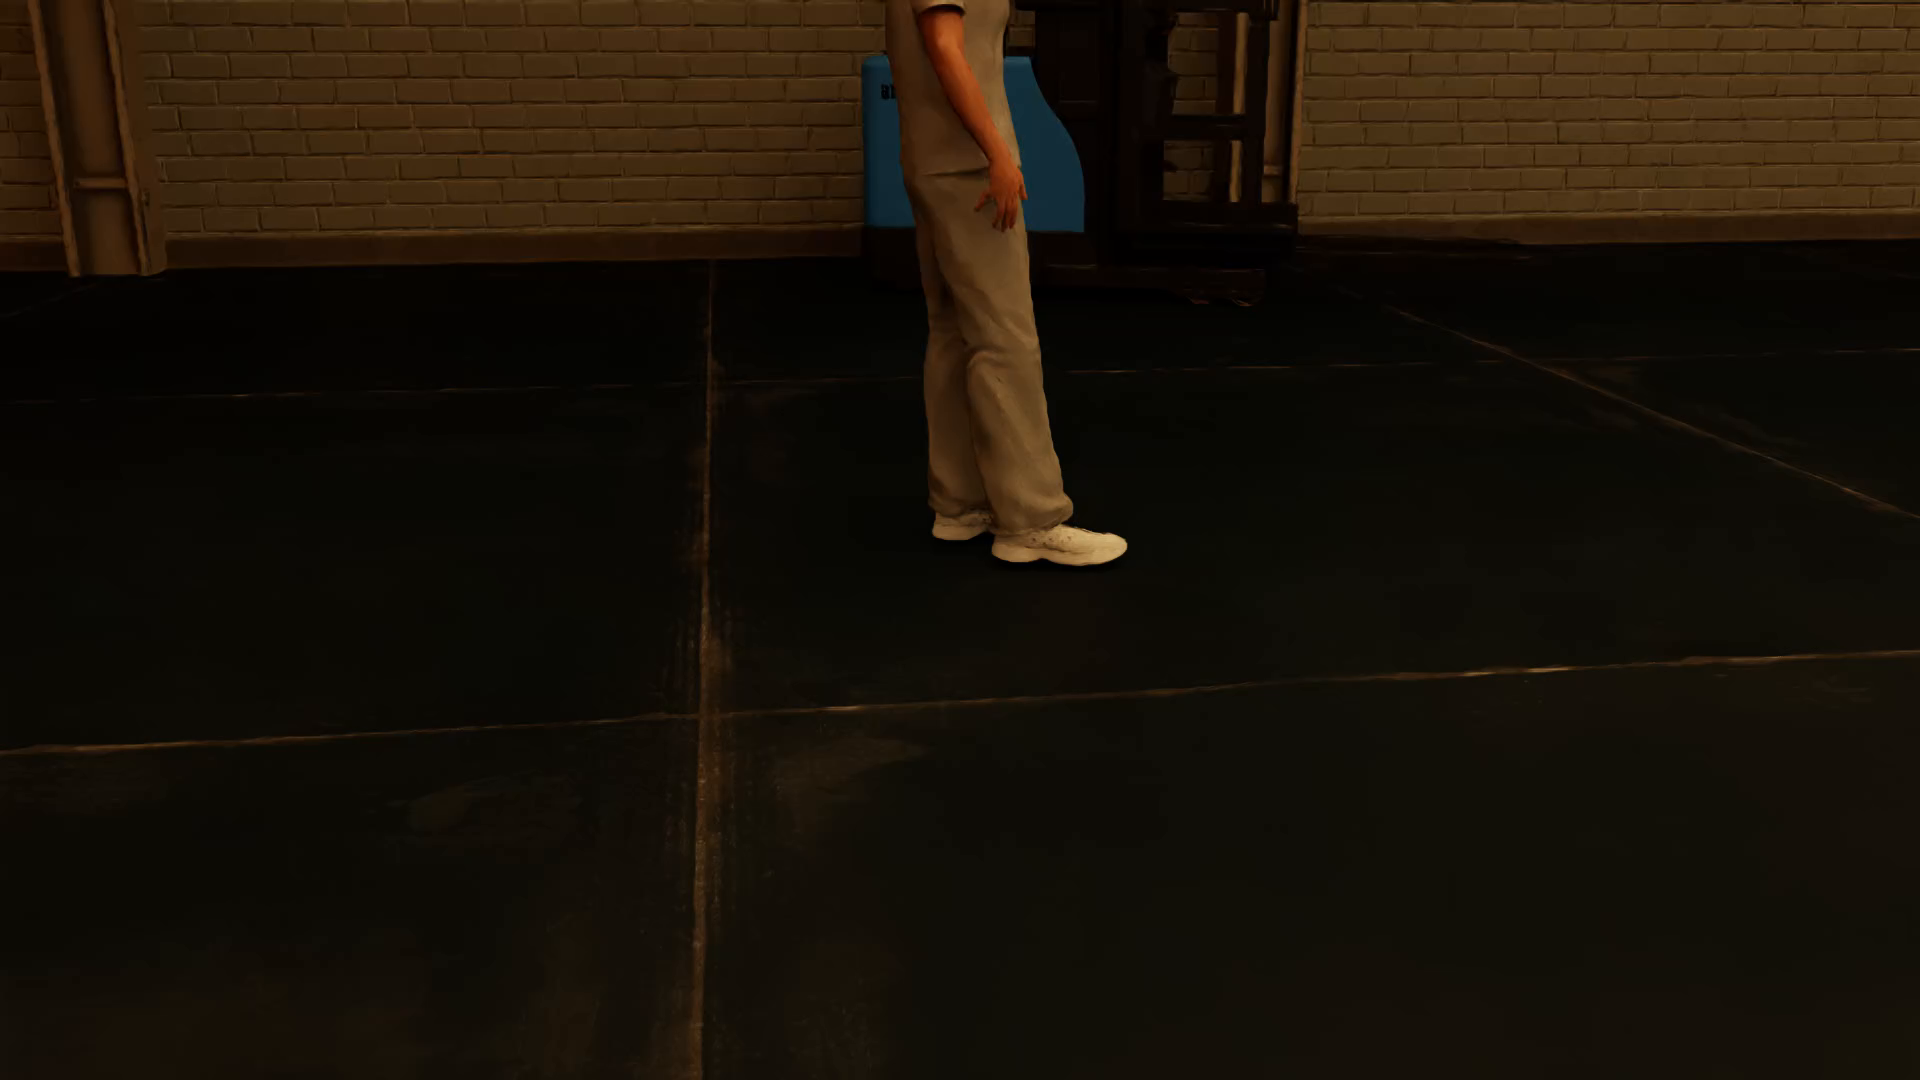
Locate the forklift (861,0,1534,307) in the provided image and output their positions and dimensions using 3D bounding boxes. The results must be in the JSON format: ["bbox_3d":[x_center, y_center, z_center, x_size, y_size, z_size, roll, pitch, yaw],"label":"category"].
[{"bbox_3d":[1.108,-2.611,7.549,3.031,2.935,1.130,4,17,11],"label":"forklift"}]

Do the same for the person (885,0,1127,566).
[{"bbox_3d":[0.075,-0.808,3.719,0.548,1.674,0.550,-2,17,-8],"label":"person"}]
